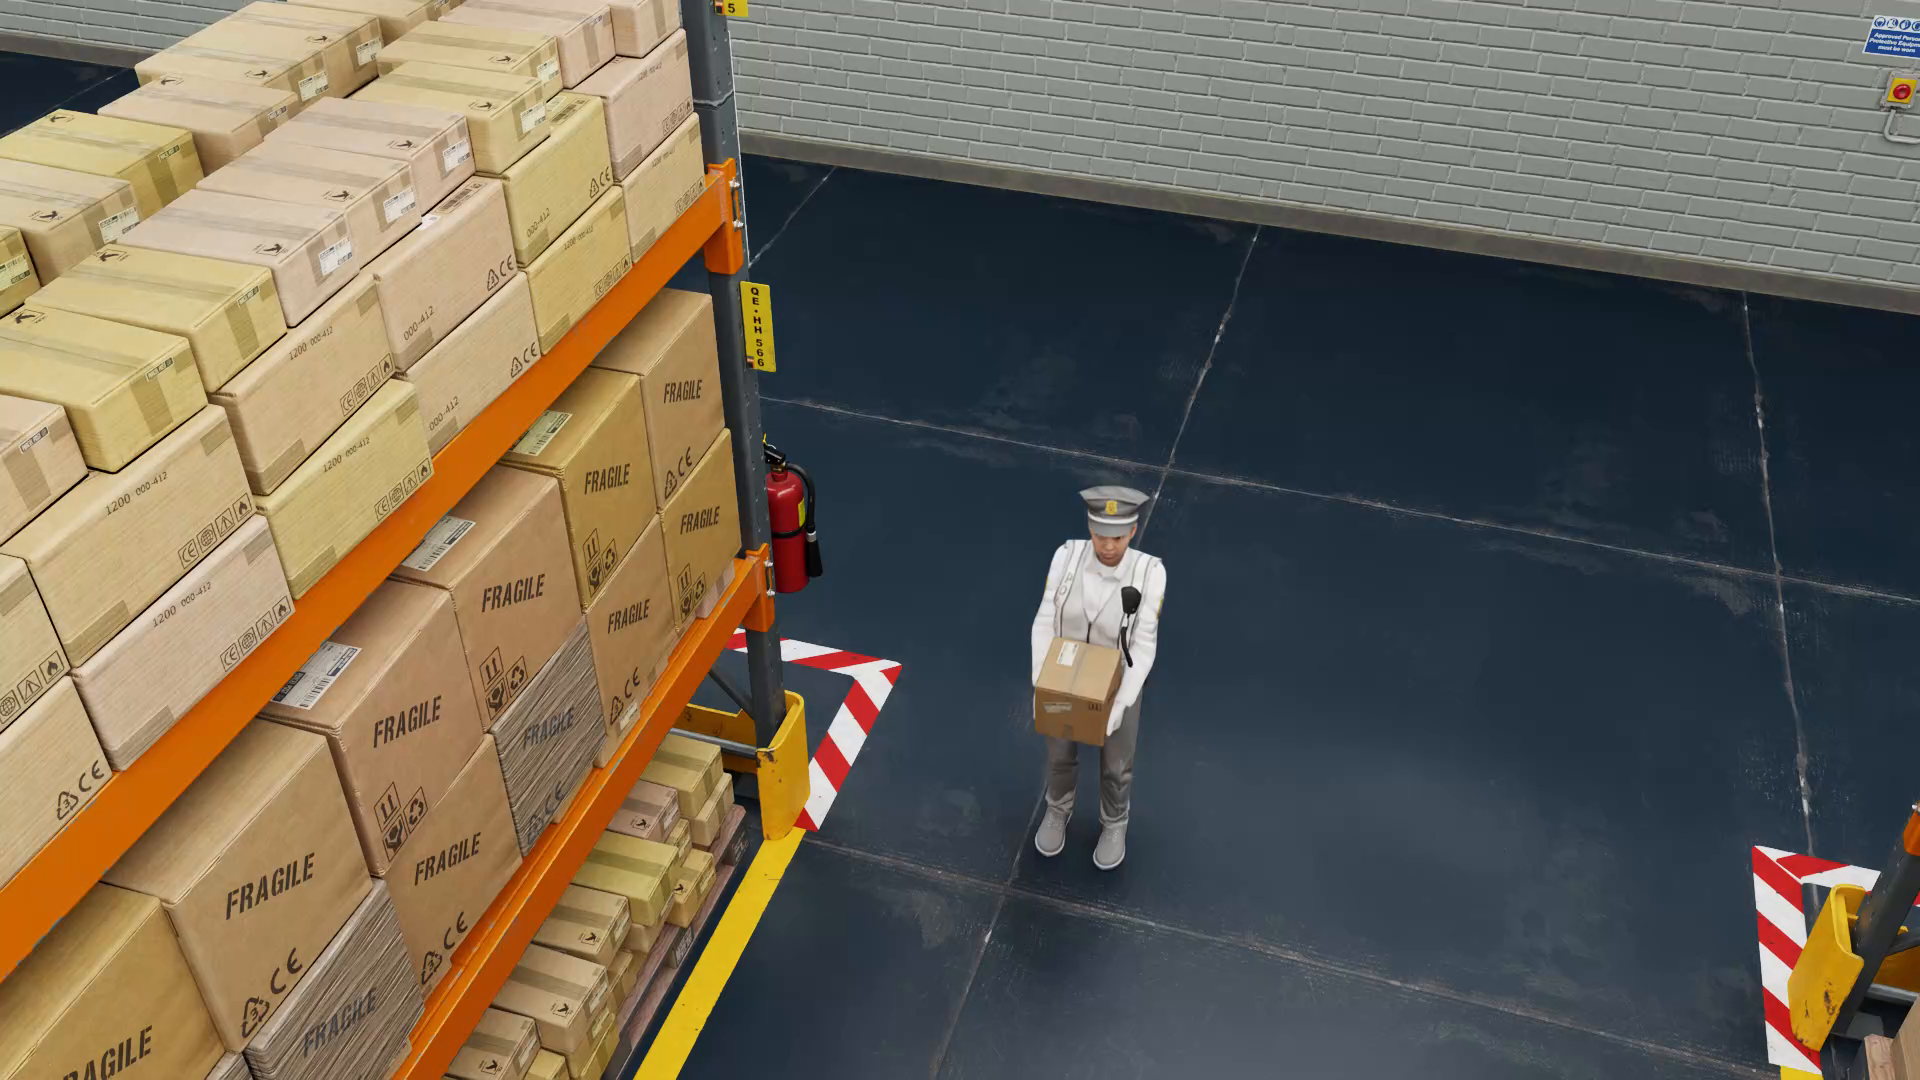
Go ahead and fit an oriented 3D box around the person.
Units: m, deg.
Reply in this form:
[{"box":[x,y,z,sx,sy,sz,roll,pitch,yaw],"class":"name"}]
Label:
[{"box":[0.479,0.555,6.143,0.460,1.689,0.540,11,39,14],"class":"person"}]
